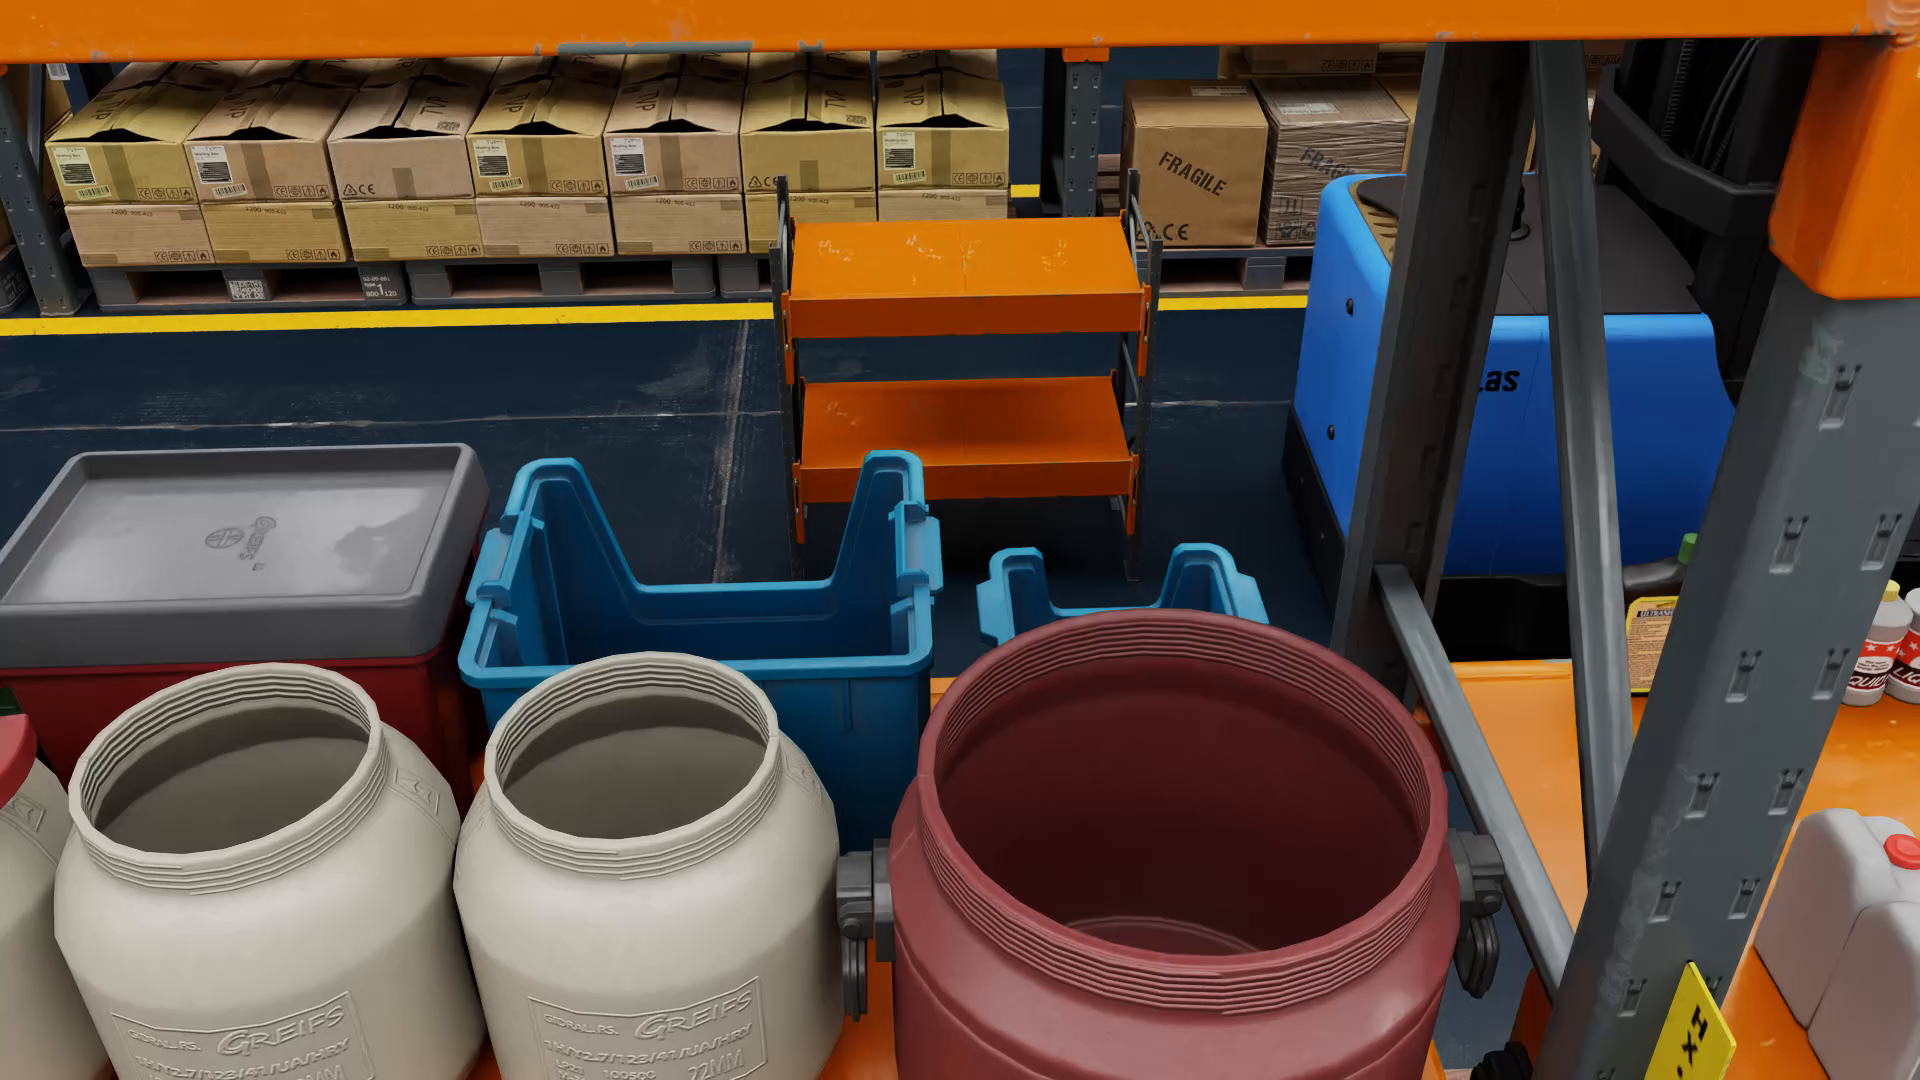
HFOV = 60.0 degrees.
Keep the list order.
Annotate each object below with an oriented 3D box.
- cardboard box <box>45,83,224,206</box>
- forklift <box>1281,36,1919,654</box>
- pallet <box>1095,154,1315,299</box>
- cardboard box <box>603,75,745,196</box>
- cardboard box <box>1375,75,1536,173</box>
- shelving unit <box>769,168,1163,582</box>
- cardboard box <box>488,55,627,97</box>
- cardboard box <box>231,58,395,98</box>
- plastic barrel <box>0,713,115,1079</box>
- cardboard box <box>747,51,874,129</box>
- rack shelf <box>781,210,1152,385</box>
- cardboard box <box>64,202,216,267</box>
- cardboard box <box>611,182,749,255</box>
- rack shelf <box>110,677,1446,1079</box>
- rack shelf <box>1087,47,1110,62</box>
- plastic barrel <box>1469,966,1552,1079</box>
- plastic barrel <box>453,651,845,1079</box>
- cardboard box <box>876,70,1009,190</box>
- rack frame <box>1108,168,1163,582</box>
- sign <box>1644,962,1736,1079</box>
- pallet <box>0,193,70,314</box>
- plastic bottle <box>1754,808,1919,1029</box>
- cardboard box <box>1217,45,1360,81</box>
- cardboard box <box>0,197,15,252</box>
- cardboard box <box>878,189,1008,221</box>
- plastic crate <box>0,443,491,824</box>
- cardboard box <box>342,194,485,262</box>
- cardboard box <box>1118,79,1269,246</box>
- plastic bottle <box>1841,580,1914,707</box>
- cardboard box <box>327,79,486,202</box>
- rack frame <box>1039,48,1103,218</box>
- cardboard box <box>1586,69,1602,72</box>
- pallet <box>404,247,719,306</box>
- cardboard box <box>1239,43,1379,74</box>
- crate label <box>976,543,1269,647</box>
[{"bbox_3d":[-3.129,-1.529,6.378,0.500,0.311,0.500,-1,35,-2],"label":"cardboard box"},{"bbox_3d":[2.582,-1.162,4.354,3.031,2.935,1.130,-1,35,-1],"label":"forklift"},{"bbox_3d":[1.189,-1.347,7.011,1.213,0.211,1.003,-2,35,-2],"label":"pallet"},{"bbox_3d":[-1.093,-1.584,6.457,0.500,0.311,0.500,-2,35,-3],"label":"cardboard box"},{"bbox_3d":[1.934,-1.526,6.628,0.500,0.500,0.500,-2,35,-3],"label":"cardboard box"},{"bbox_3d":[0.007,-0.463,4.930,1.048,1.125,0.538,-2,35,-2],"label":"shelving unit"},{"bbox_3d":[-1.643,-1.875,6.877,0.500,0.311,0.500,-2,35,-3],"label":"cardboard box"},{"bbox_3d":[-2.644,-1.851,6.843,0.500,0.311,0.500,-1,35,-1],"label":"cardboard box"},{"bbox_3d":[-1.192,0.440,1.858,0.433,0.535,0.433,0,35,0],"label":"plastic barrel"},{"bbox_3d":[-0.620,-1.901,6.916,0.500,0.311,0.500,-2,35,-3],"label":"cardboard box"},{"bbox_3d":[0.007,-0.703,4.764,1.000,0.278,0.538,-2,35,-2],"label":"rack shelf"},{"bbox_3d":[-3.139,-1.299,6.538,0.500,0.250,0.500,-2,35,-3],"label":"cardboard box"},{"bbox_3d":[-1.090,-1.356,6.621,0.500,0.250,0.500,-1,35,-1],"label":"cardboard box"},{"bbox_3d":[-1.326,0.671,2.277,4.000,0.370,1.077,-2,35,-2],"label":"rack shelf"},{"bbox_3d":[2.439,-2.253,6.502,4.000,0.370,1.077,-2,35,-2],"label":"rack shelf"},{"bbox_3d":[1.160,1.018,2.681,0.708,0.830,0.600,-2,35,-2],"label":"plastic barrel"},{"bbox_3d":[-0.345,0.424,1.903,0.421,0.512,0.421,0,35,0],"label":"plastic barrel"},{"bbox_3d":[-0.070,-1.613,6.500,0.500,0.311,0.500,-1,35,-1],"label":"cardboard box"},{"bbox_3d":[0.515,-0.476,4.950,0.032,1.125,0.500,-2,35,-2],"label":"rack frame"},{"bbox_3d":[0.705,0.566,1.652,0.005,0.325,0.100,-2,35,-2],"label":"sign"},{"bbox_3d":[-4.350,-1.243,6.860,1.213,0.211,1.003,-2,35,-2],"label":"pallet"},{"bbox_3d":[1.113,0.458,2.062,0.135,0.276,0.152,-2,35,-2],"label":"plastic bottle"},{"bbox_3d":[1.365,-1.806,7.034,0.500,0.500,0.500,0,35,0],"label":"cardboard box"},{"bbox_3d":[-4.007,-1.292,6.529,0.500,0.250,0.500,-2,35,-2],"label":"cardboard box"},{"bbox_3d":[-0.073,-1.384,6.661,0.500,0.250,0.500,-1,35,-1],"label":"cardboard box"},{"bbox_3d":[-0.956,0.164,2.321,0.583,0.464,0.402,-2,35,-2],"label":"plastic crate"},{"bbox_3d":[-2.112,-1.328,6.580,0.500,0.250,0.500,-3,35,-4],"label":"cardboard box"},{"bbox_3d":[0.910,-1.498,6.588,0.500,0.500,0.500,0,35,0],"label":"cardboard box"},{"bbox_3d":[1.403,0.150,2.571,0.097,0.201,0.097,0,35,0],"label":"plastic bottle"},{"bbox_3d":[-2.112,-1.554,6.414,0.500,0.311,0.500,-3,35,-4],"label":"cardboard box"},{"bbox_3d":[0.441,-2.495,6.219,0.127,3.000,1.000,-2,35,-2],"label":"rack frame"},{"bbox_3d":[2.405,-1.838,7.080,0.500,0.500,0.500,-3,35,-4],"label":"cardboard box"},{"bbox_3d":[-1.598,-1.317,6.967,1.213,0.211,1.003,-2,35,-2],"label":"pallet"},{"bbox_3d":[1.421,-2.119,6.827,0.500,0.250,0.500,0,35,0],"label":"cardboard box"},{"bbox_3d":[0.234,0.188,2.489,0.416,0.233,0.303,-2,35,-2],"label":"crate label"}]
